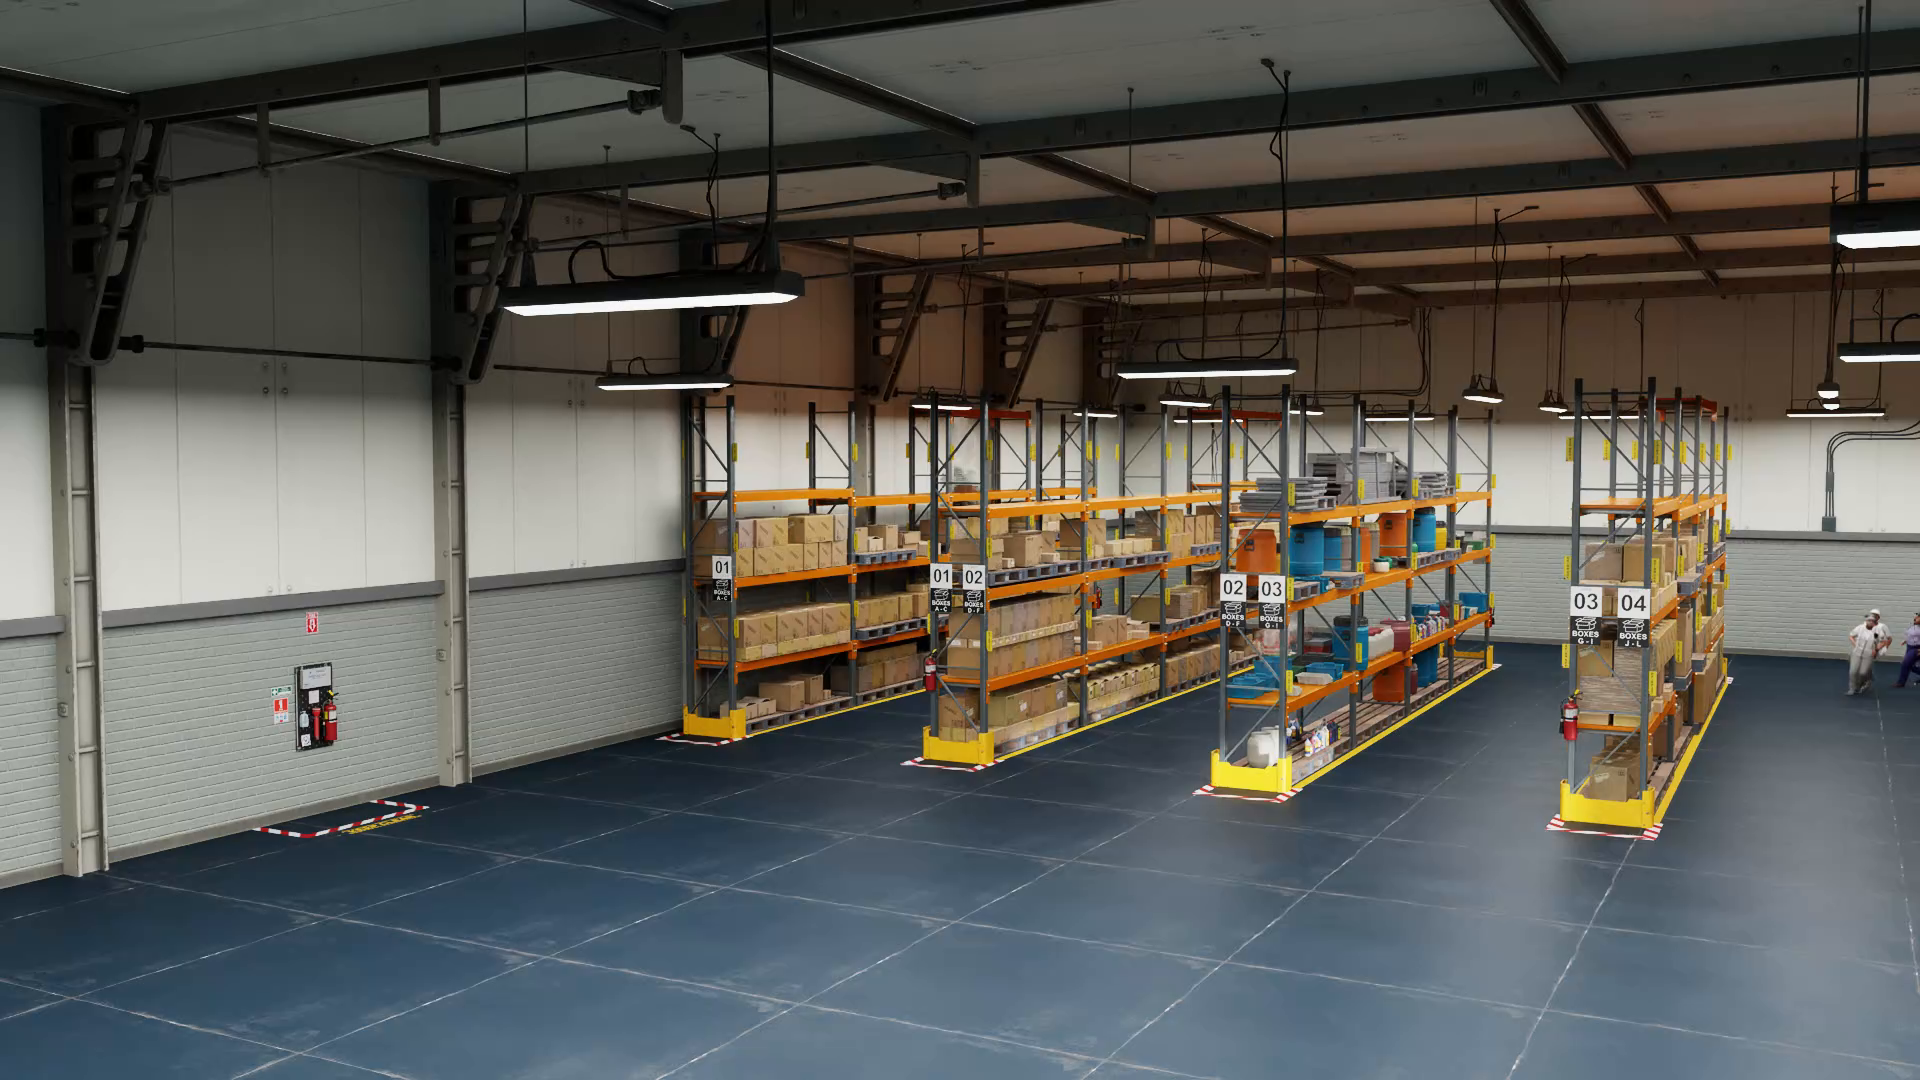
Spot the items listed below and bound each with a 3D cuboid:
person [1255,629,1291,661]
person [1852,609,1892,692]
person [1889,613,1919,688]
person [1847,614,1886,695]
[{"bbox_3d":[6.287,2.329,33.652,0.682,1.746,0.682,2,3,29],"label":"person"},{"bbox_3d":[18.957,2.313,34.694,0.529,1.733,0.720,-2,4,-34],"label":"person"},{"bbox_3d":[20.226,2.349,35.191,0.865,1.604,0.677,0,3,-2],"label":"person"},{"bbox_3d":[18.611,2.355,34.187,0.668,1.700,0.584,2,4,37],"label":"person"}]
